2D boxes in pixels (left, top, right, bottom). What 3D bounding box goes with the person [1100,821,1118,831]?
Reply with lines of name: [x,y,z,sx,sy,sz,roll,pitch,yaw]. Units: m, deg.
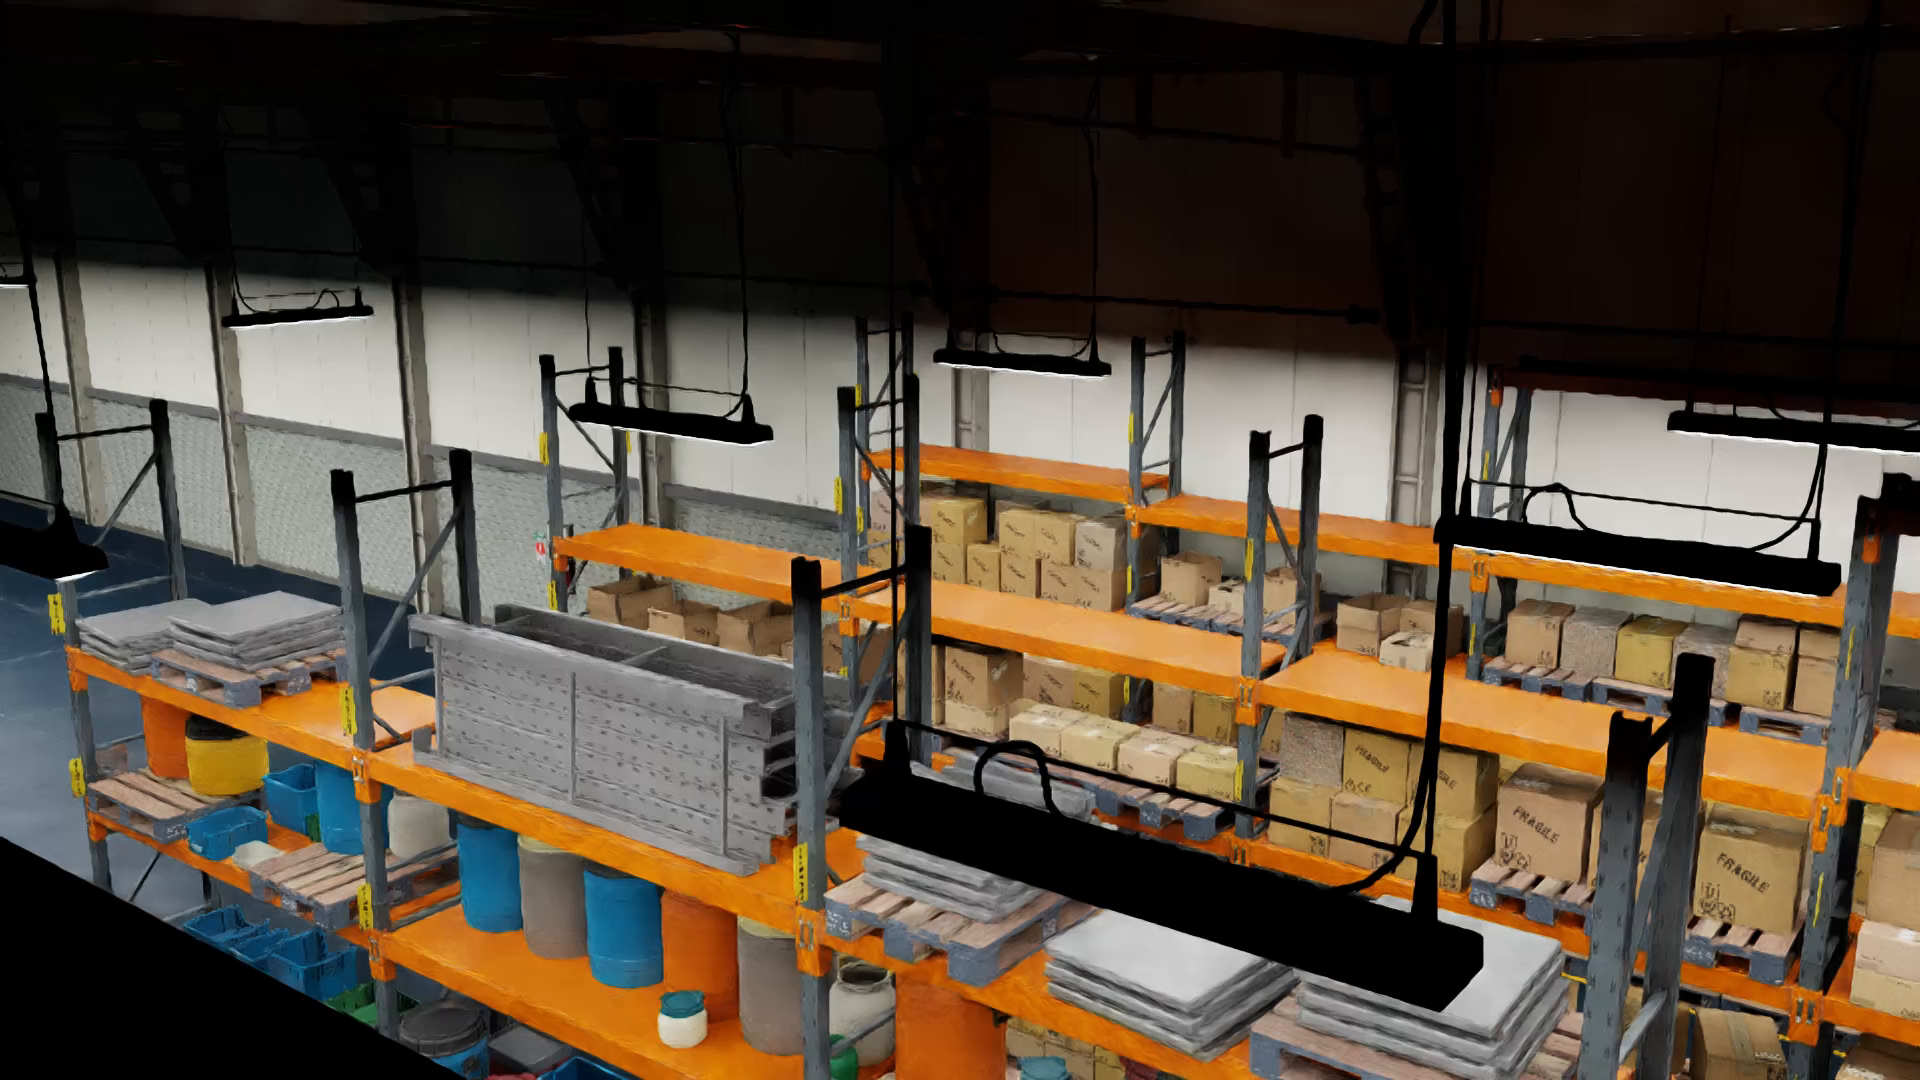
person: [1.334,3.376,16.731,0.586,1.780,0.448,1,13,6]
